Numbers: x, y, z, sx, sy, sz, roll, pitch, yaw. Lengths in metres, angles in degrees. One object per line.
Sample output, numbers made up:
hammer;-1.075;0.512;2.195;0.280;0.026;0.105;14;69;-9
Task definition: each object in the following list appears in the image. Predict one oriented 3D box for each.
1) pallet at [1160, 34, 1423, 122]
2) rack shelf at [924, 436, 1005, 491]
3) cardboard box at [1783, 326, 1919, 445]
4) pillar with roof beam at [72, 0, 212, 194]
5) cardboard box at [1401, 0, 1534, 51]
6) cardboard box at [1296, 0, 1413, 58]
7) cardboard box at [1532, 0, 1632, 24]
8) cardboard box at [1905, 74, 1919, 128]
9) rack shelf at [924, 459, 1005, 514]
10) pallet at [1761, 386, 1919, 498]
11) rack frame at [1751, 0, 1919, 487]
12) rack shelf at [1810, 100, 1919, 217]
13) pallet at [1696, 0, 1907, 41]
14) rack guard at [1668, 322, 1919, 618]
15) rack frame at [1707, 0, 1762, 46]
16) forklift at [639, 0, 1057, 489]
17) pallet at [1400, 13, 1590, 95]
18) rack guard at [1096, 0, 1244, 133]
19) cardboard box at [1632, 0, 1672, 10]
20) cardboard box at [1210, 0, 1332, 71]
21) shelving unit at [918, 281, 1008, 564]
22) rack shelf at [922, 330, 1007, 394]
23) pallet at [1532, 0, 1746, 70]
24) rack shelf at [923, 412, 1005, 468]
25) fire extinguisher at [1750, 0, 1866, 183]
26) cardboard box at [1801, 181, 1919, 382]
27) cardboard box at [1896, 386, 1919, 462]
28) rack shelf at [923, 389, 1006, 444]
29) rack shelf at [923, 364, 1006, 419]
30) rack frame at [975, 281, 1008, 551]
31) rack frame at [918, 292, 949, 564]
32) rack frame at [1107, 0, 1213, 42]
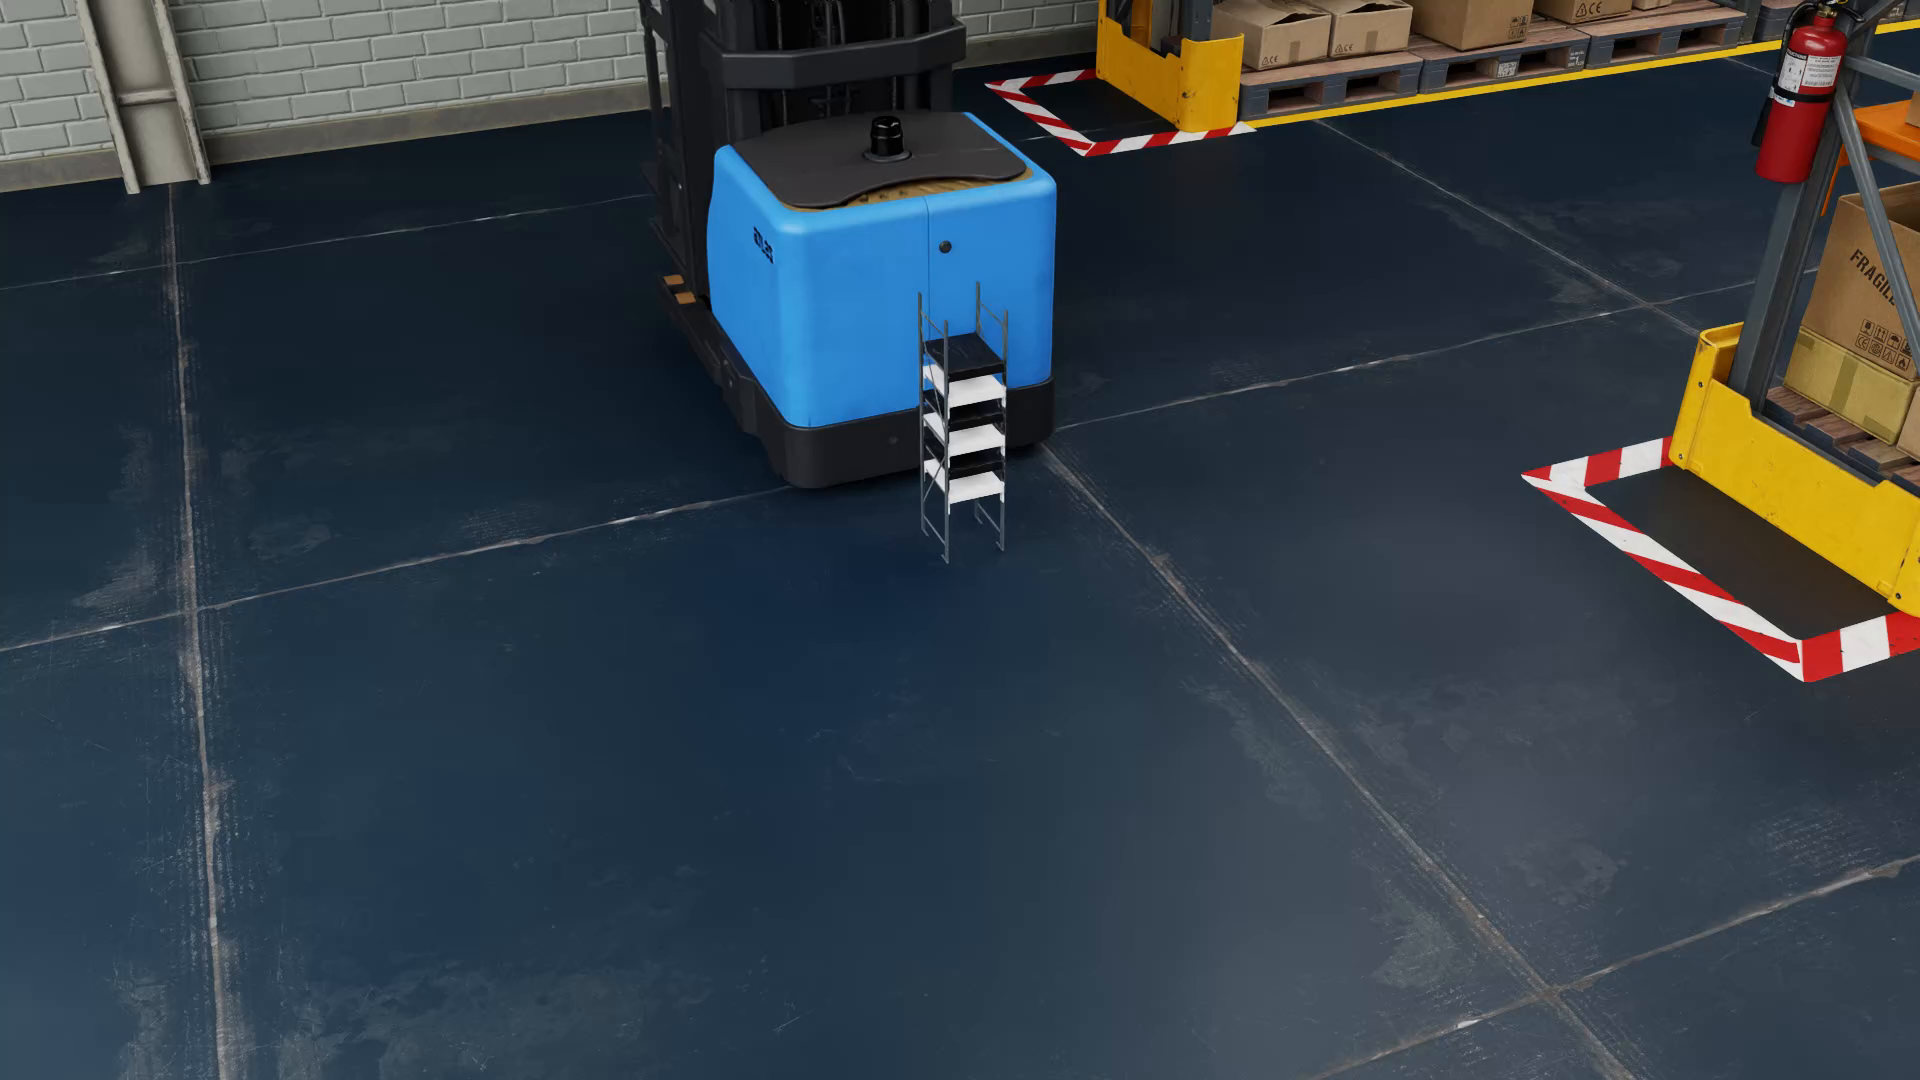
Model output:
pallet;1.949;-2.819;9.890;1.213;0.211;1.003;-13;35;-19
rack shelf;0.007;-0.276;5.574;0.200;0.077;0.258;-13;35;-19
cardboard box;3.418;-0.614;6.079;0.500;0.250;0.500;-13;35;-19
pillar with roof beam;-2.439;-3.484;2.854;0.400;9.000;9.100;-13;35;-19
cardboard box;3.011;-3.306;9.969;0.500;0.500;0.700;-15;36;-22
cardboard box;2.315;-3.097;9.821;0.500;0.311;0.500;-10;34;-15
cardboard box;3.863;-3.560;10.360;0.500;0.500;0.500;-16;36;-22
cardboard box;3.473;-1.462;5.155;0.500;0.500;0.700;-13;35;-19
rack shelf;0.007;-0.200;5.624;0.200;0.077;0.258;-13;35;-19
pallet;3.726;-0.342;6.082;1.213;0.211;1.003;-13;35;-19
rack frame;3.036;-1.330;5.043;0.053;2.616;0.949;-13;35;-19
rack shelf;4.882;-1.449;5.886;4.000;0.370;1.077;-13;35;-19
pallet;5.522;-3.659;11.180;1.213;0.211;1.003;-13;35;-19
rack guard;3.015;-0.275;5.715;0.348;0.500;1.175;-13;35;-19
rack frame;4.805;-4.663;10.166;0.127;3.000;1.000;-13;35;-19
forklift;-0.682;-2.204;6.450;1.130;2.935;3.031;-13;35;-19
pallet;3.072;-3.075;10.282;1.213;0.211;1.003;-13;35;-19
rack guard;1.186;-2.787;9.574;0.348;0.500;1.175;-13;35;-19
cardboard box;4.323;-3.532;10.622;0.250;0.166;0.380;-18;37;-25
cardboard box;1.789;-2.977;9.636;0.500;0.311;0.500;-17;37;-24
shelving unit;0.007;-0.379;5.507;0.210;0.900;0.258;-13;35;-19
rack shelf;0.008;-0.577;5.378;0.200;0.077;0.258;-13;35;-19
pallet;4.199;-3.335;10.681;1.213;0.211;1.003;-13;35;-19
rack shelf;0.007;-0.351;5.525;0.200;0.077;0.258;-13;35;-19
fire extinguisher;2.749;-1.504;5.383;0.183;0.674;0.296;-13;35;-19
cardboard box;3.417;-0.929;5.876;0.500;0.500;0.500;-13;35;-19
cardboard box;3.618;-0.353;5.678;0.500;0.250;0.500;-13;35;-19
rack shelf;0.007;-0.426;5.476;0.200;0.077;0.258;-13;35;-19
rack shelf;0.007;-0.502;5.427;0.200;0.077;0.258;-13;35;-19
rack frame;0.101;-0.400;5.540;0.006;0.900;0.240;-13;35;-19
rack frame;-0.086;-0.357;5.474;0.006;0.900;0.240;-13;35;-19
rack frame;1.116;-3.818;8.868;0.127;3.000;1.000;-13;35;-19
